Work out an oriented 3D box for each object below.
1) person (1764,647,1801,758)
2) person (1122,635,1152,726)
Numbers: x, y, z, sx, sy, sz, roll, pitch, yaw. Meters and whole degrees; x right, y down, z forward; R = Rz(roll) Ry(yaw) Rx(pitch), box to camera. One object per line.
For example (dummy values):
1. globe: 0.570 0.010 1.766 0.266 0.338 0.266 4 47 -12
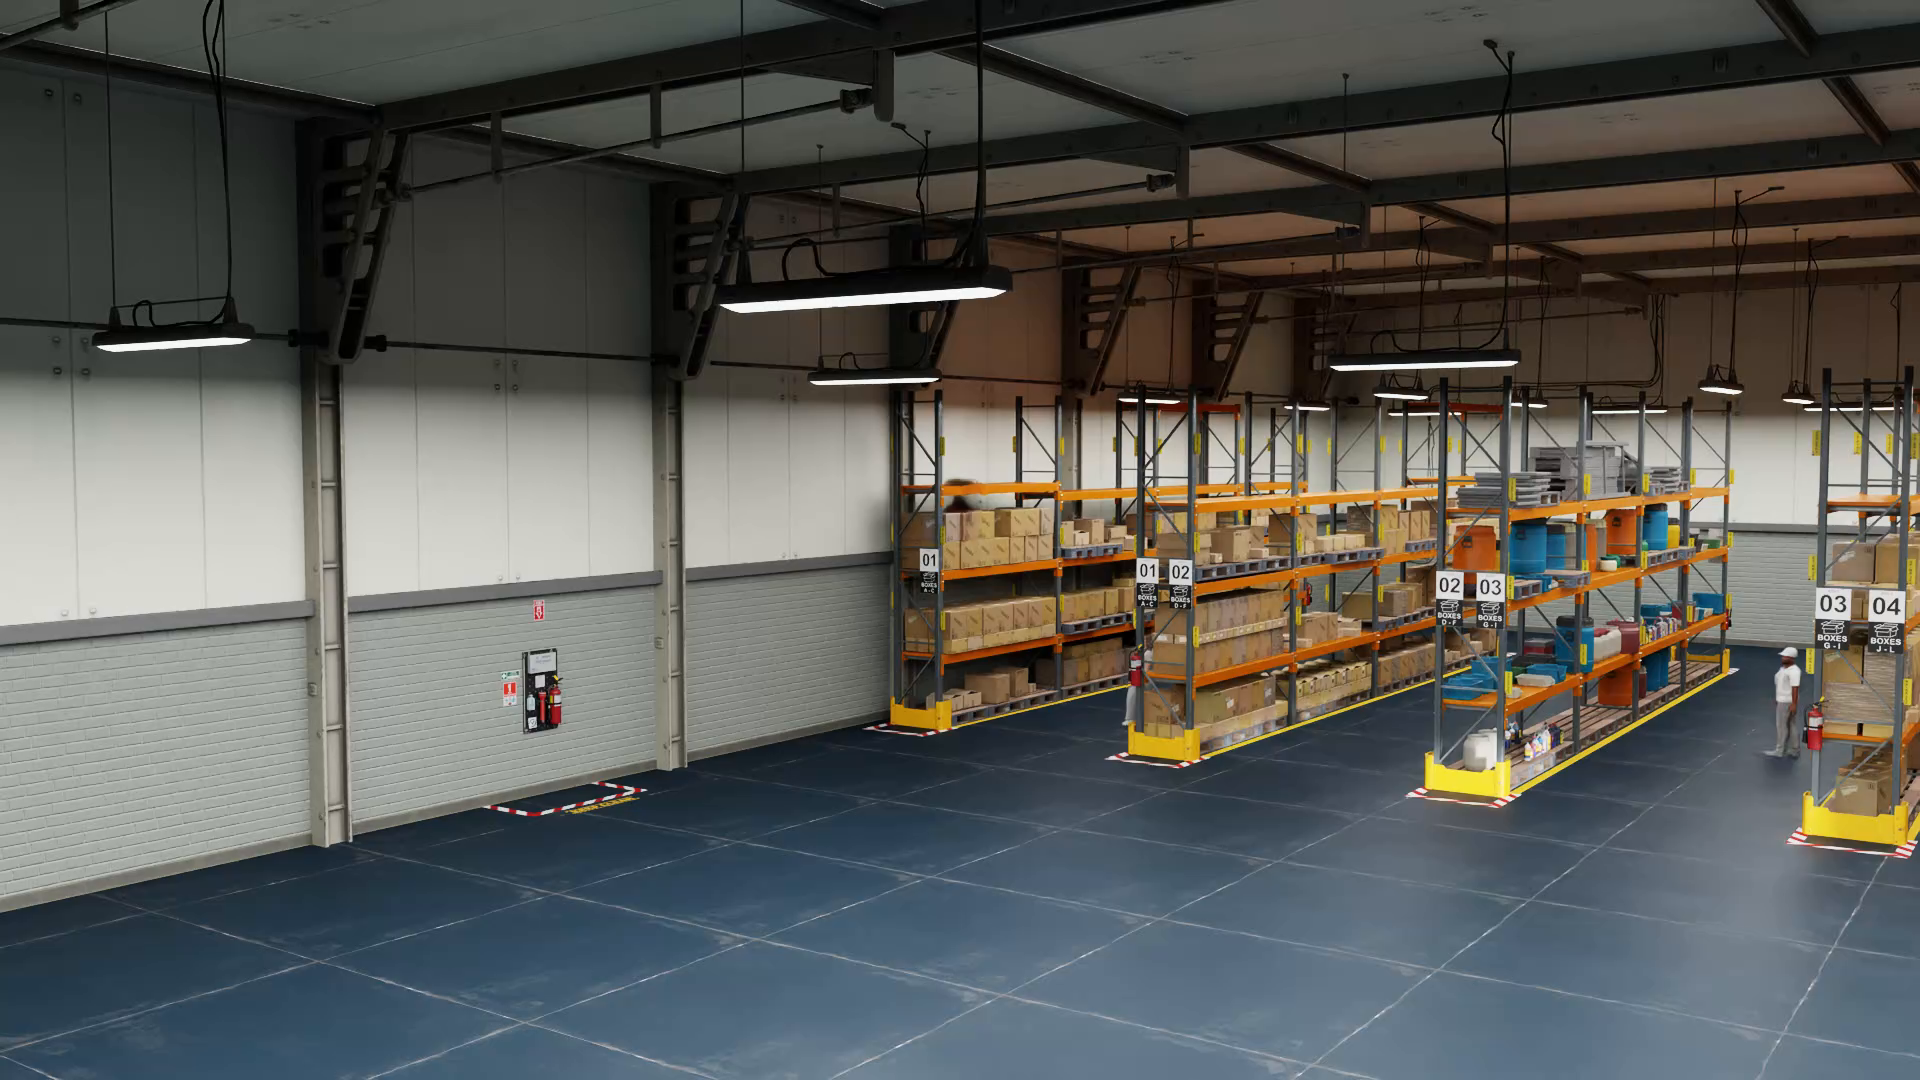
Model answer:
1. person: 13.308 2.613 26.862 0.509 1.769 0.564 2 4 33
2. person: 3.250 2.514 29.822 0.418 1.610 1.012 2 4 33
